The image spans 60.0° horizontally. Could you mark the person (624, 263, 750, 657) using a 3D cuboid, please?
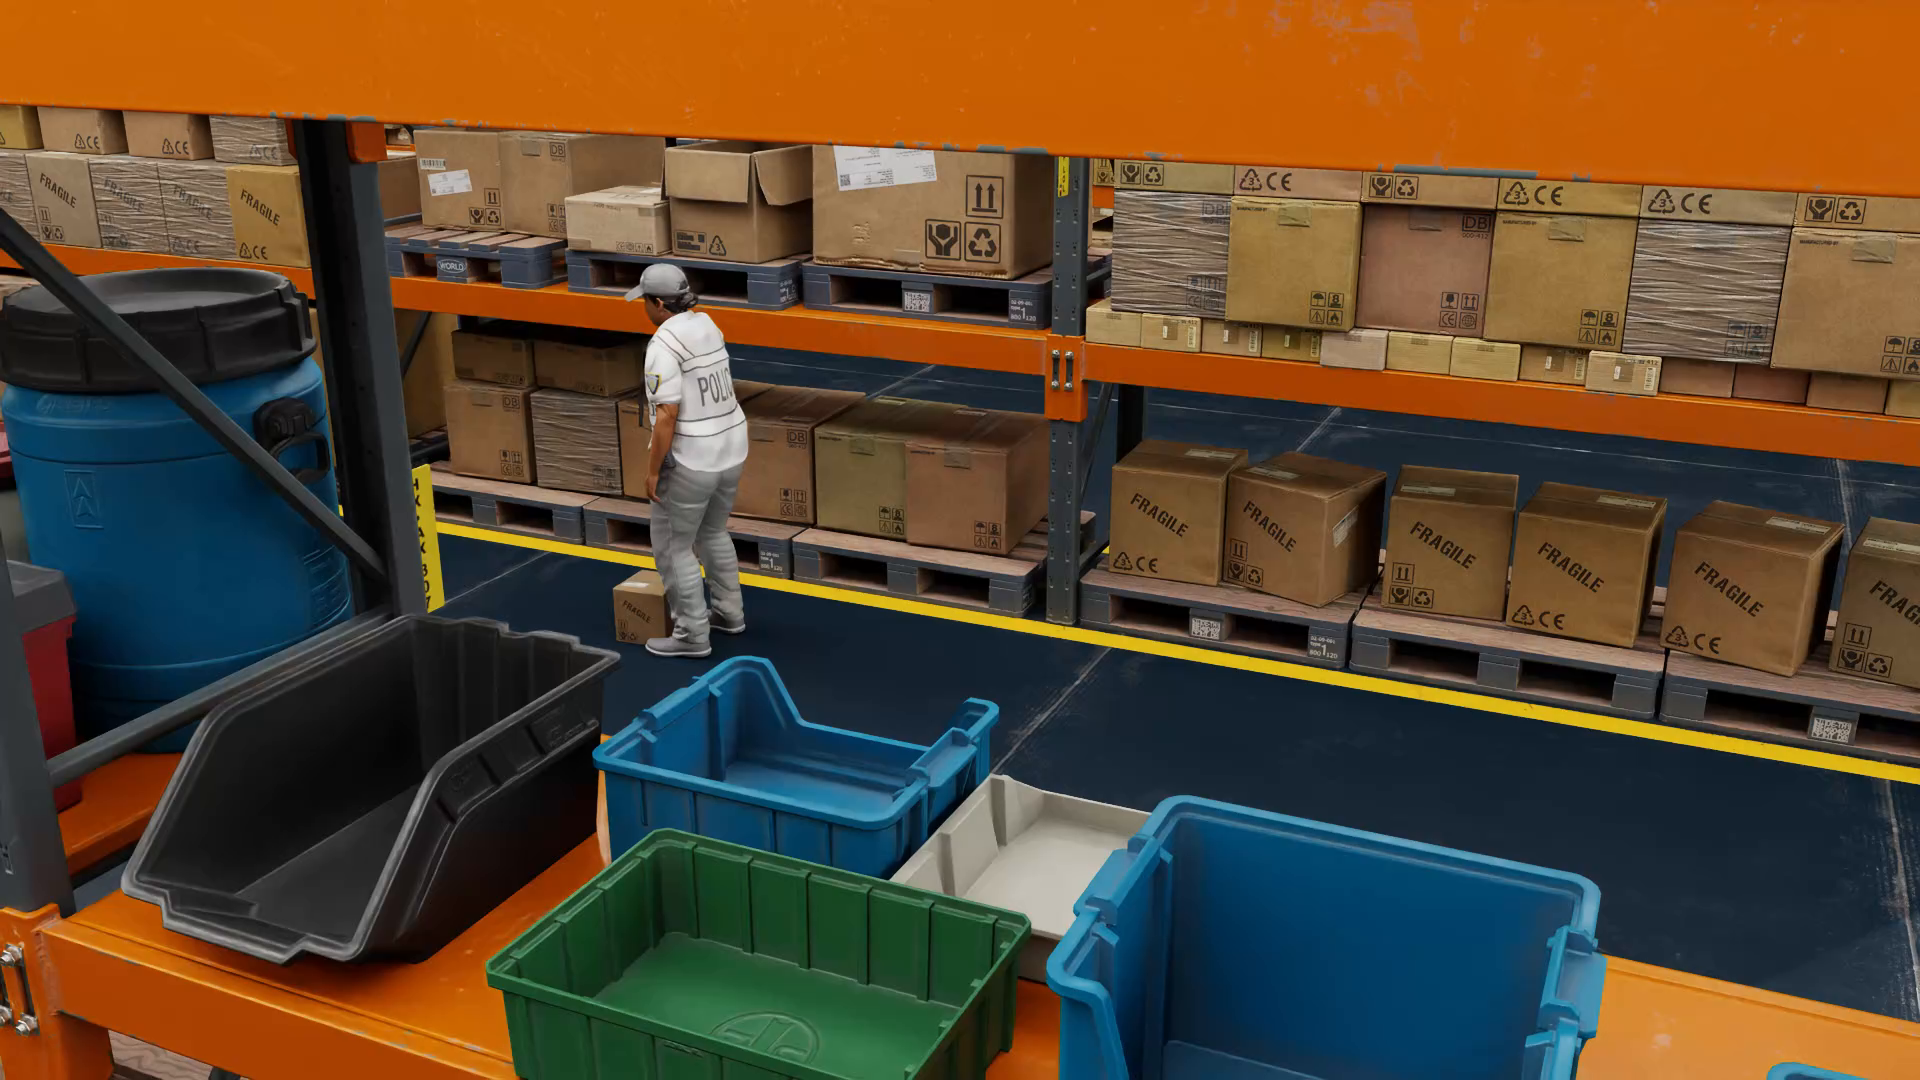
[{"bbox_3d":[-1.144,-0.337,7.028,0.470,1.665,0.537,8,21,23],"label":"person"}]
